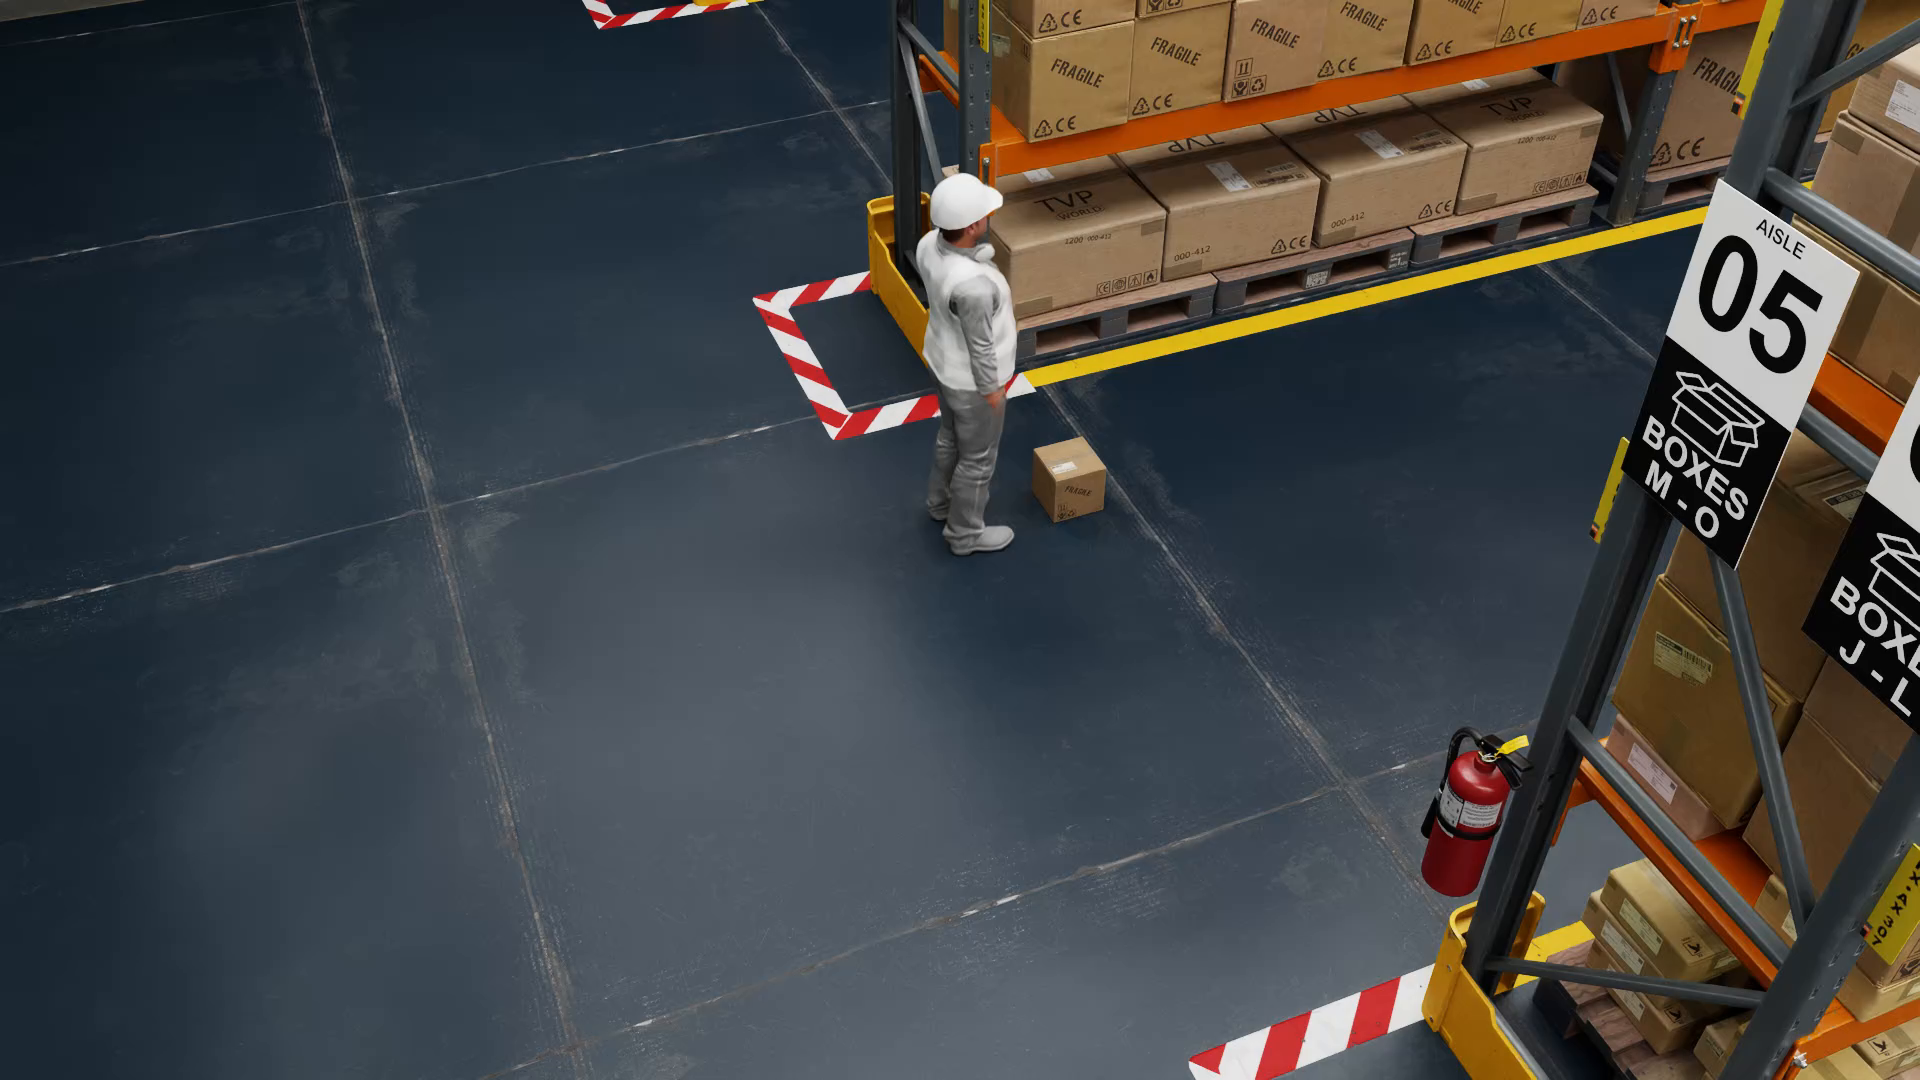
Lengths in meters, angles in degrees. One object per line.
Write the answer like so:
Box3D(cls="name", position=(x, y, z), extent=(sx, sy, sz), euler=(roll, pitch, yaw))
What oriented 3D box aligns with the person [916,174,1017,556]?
Box3D(cls="person", position=(0.037, -0.738, 6.977), extent=(0.358, 1.772, 0.529), euler=(-14, 43, -16))
